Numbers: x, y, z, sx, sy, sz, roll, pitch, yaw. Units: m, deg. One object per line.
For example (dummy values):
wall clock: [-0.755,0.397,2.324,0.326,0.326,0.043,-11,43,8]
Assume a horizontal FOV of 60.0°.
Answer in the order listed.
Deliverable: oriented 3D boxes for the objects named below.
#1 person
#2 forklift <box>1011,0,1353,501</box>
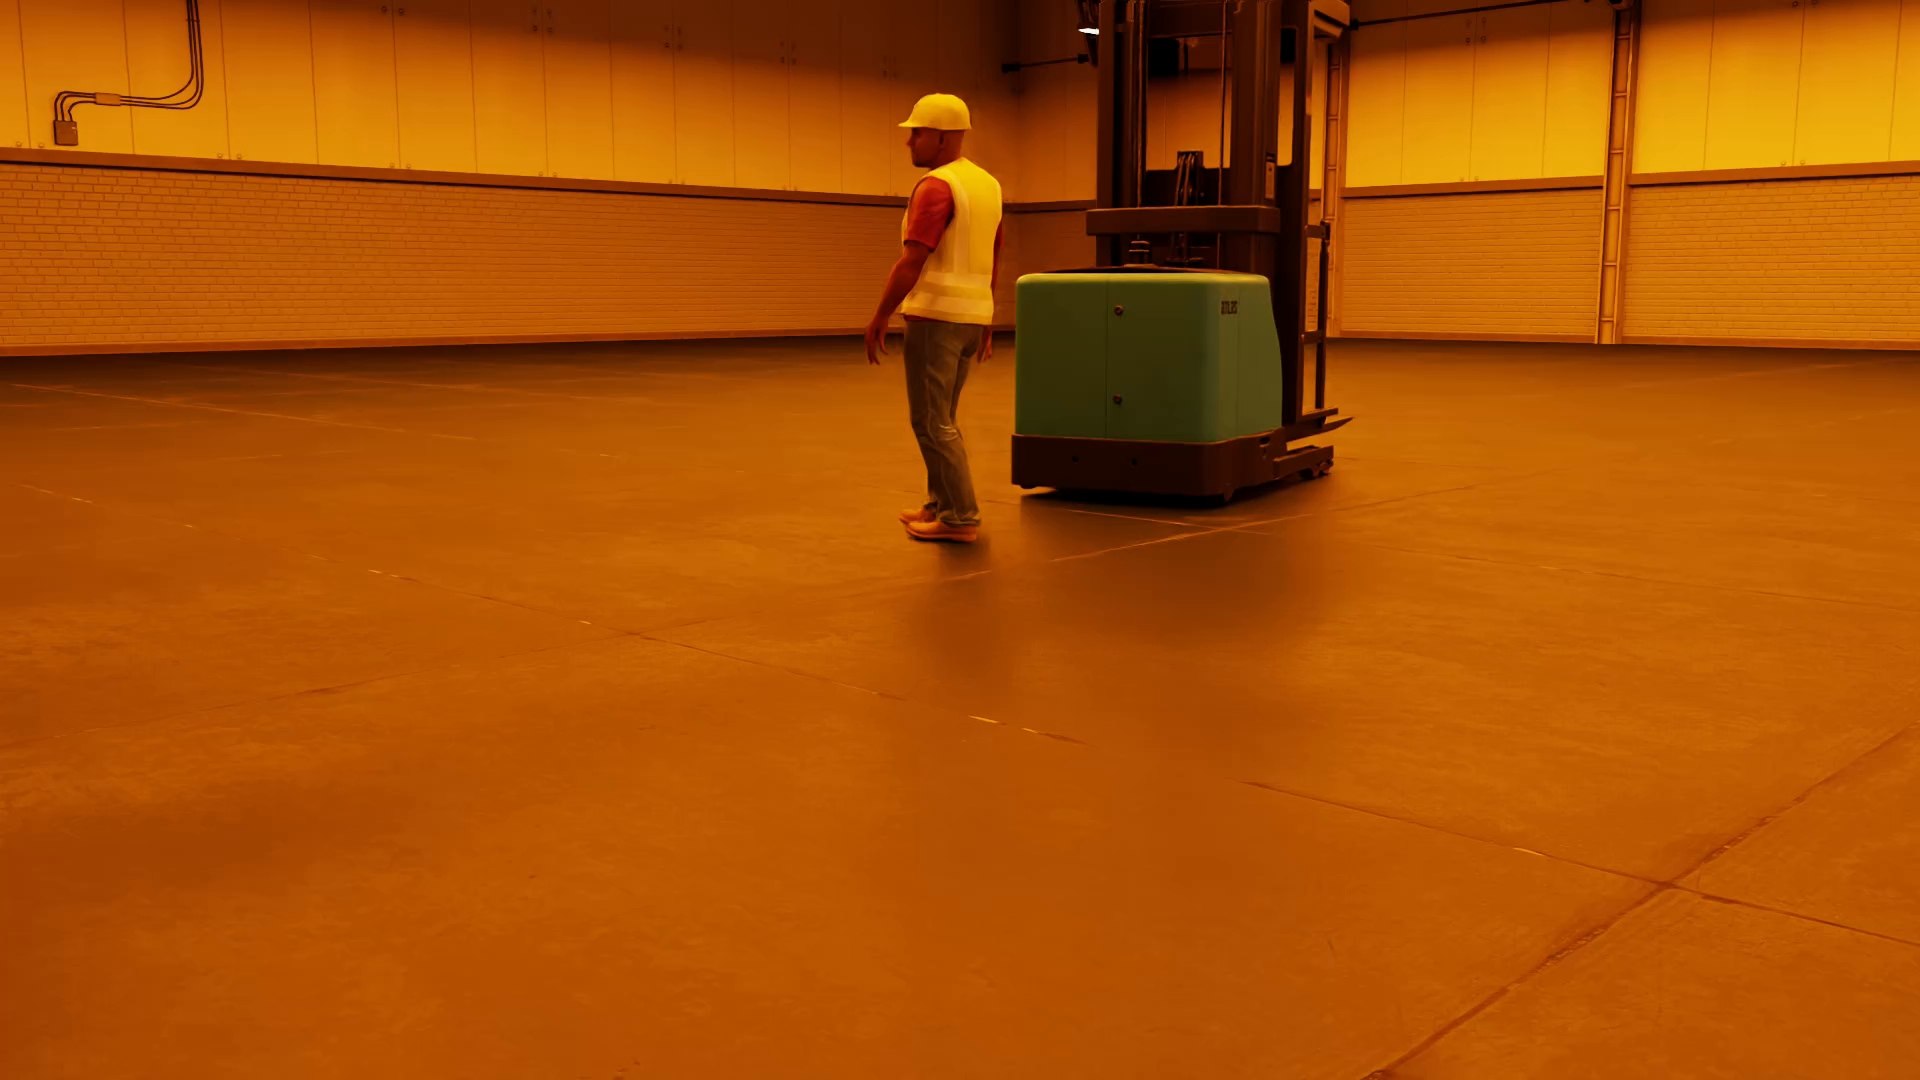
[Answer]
person: [-0.131,-0.868,6.636,0.525,1.761,0.718,4,9,23]
forklift: [1.394,-1.807,8.878,1.130,2.935,3.031,5,10,28]
